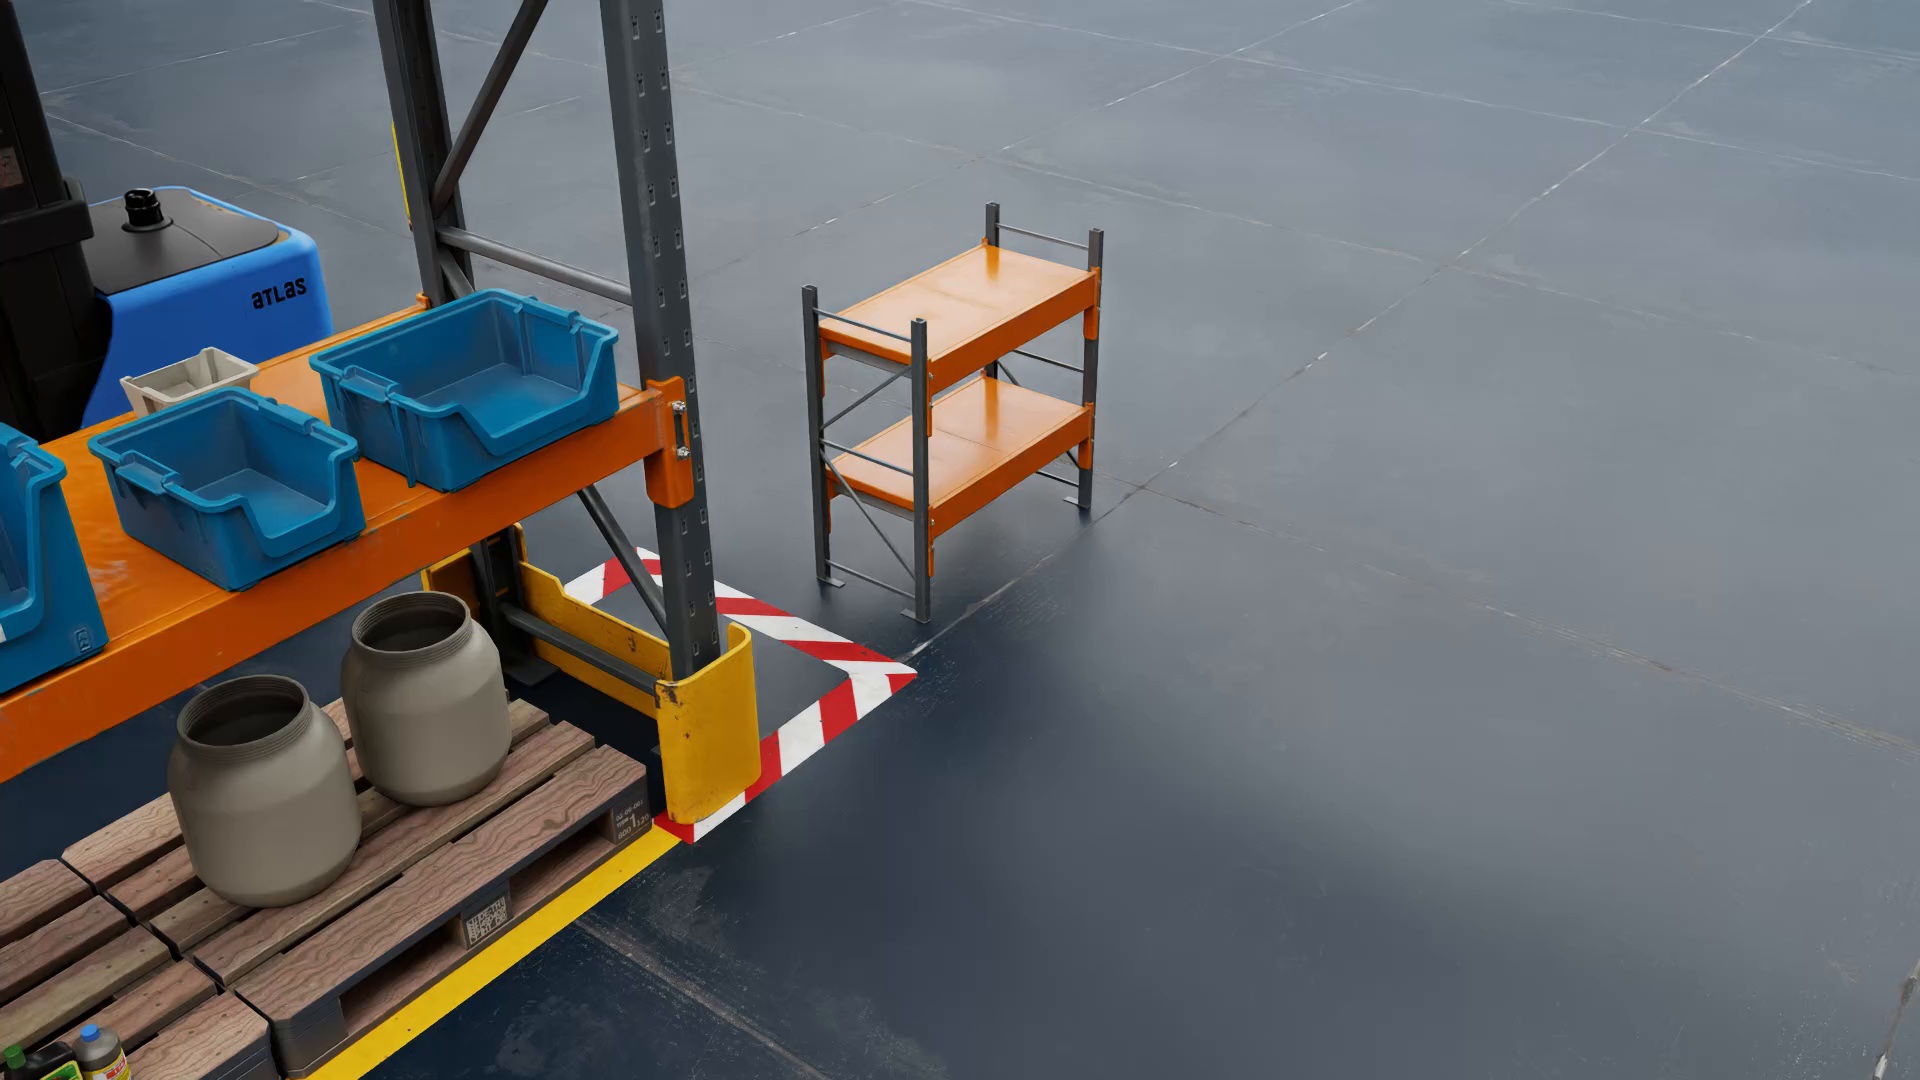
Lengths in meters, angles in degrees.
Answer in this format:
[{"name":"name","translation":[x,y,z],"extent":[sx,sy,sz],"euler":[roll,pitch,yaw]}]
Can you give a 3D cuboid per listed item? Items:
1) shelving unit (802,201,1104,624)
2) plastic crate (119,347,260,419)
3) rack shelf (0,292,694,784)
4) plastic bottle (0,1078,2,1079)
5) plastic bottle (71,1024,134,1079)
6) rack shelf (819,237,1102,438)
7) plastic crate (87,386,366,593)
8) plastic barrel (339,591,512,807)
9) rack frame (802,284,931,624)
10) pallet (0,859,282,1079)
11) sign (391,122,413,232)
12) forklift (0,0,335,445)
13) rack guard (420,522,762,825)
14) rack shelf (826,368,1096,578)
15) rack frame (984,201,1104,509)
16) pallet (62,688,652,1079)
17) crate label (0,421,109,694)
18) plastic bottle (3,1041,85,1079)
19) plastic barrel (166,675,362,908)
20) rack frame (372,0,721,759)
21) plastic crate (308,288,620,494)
[{"name":"shelving unit","translation":[-0.004,-0.481,5.959],"extent":[0.538,1.125,1.048],"euler":[21,37,31]},{"name":"plastic crate","translation":[-1.935,-0.364,4.180],"extent":[0.298,0.136,0.250],"euler":[21,37,31]},{"name":"rack shelf","translation":[-2.346,0.381,3.371],"extent":[1.077,0.370,4.000],"euler":[21,37,31]},{"name":"plastic bottle","translation":[-2.072,1.216,3.496],"extent":[0.152,0.276,0.135],"euler":[21,37,32]},{"name":"plastic bottle","translation":[-1.898,1.154,3.674],"extent":[0.097,0.201,0.097],"euler":[0,31,0]},{"name":"rack shelf","translation":[-0.004,-0.733,5.809],"extent":[0.538,0.278,1.000],"euler":[21,37,31]},{"name":"plastic crate","translation":[-1.599,-0.120,3.657],"extent":[0.499,0.251,0.408],"euler":[21,37,31]},{"name":"plastic barrel","translation":[-1.475,0.439,4.596],"extent":[0.421,0.512,0.421],"euler":[0,31,0]},{"name":"rack frame","translation":[-0.311,-0.275,5.610],"extent":[0.500,1.125,0.032],"euler":[21,37,31]},{"name":"pallet","translation":[-2.378,1.325,3.807],"extent":[1.003,0.211,1.213],"euler":[21,37,31]},{"name":"sign","translation":[-1.574,-1.032,4.778],"extent":[0.100,0.325,0.005],"euler":[21,37,31]},{"name":"forklift","translation":[-3.629,-1.002,5.066],"extent":[1.130,2.935,3.031],"euler":[22,37,33]},{"name":"rack guard","translation":[-1.147,0.379,5.120],"extent":[1.175,0.500,0.348],"euler":[21,37,31]},{"name":"rack shelf","translation":[-0.004,-0.271,6.083],"extent":[0.538,0.278,1.000],"euler":[21,37,31]},{"name":"rack frame","translation":[0.303,-0.688,6.307],"extent":[0.500,1.125,0.032],"euler":[21,37,31]},{"name":"pallet","translation":[-1.641,0.832,4.640],"extent":[1.003,0.211,1.213],"euler":[21,37,31]},{"name":"crate label","translation":[-2.034,0.074,3.148],"extent":[0.502,0.435,0.616],"euler":[21,37,31]},{"name":"plastic bottle","translation":[-1.954,1.172,3.563],"extent":[0.061,0.283,0.133],"euler":[22,37,32]},{"name":"plastic barrel","translation":[-1.777,0.642,4.252],"extent":[0.421,0.512,0.421],"euler":[0,31,0]},{"name":"rack frame","translation":[-1.138,-0.742,4.560],"extent":[1.000,3.000,0.127],"euler":[21,37,31]},{"name":"plastic crate","translation":[-1.202,-0.382,4.099],"extent":[0.499,0.251,0.616],"euler":[21,37,31]}]
